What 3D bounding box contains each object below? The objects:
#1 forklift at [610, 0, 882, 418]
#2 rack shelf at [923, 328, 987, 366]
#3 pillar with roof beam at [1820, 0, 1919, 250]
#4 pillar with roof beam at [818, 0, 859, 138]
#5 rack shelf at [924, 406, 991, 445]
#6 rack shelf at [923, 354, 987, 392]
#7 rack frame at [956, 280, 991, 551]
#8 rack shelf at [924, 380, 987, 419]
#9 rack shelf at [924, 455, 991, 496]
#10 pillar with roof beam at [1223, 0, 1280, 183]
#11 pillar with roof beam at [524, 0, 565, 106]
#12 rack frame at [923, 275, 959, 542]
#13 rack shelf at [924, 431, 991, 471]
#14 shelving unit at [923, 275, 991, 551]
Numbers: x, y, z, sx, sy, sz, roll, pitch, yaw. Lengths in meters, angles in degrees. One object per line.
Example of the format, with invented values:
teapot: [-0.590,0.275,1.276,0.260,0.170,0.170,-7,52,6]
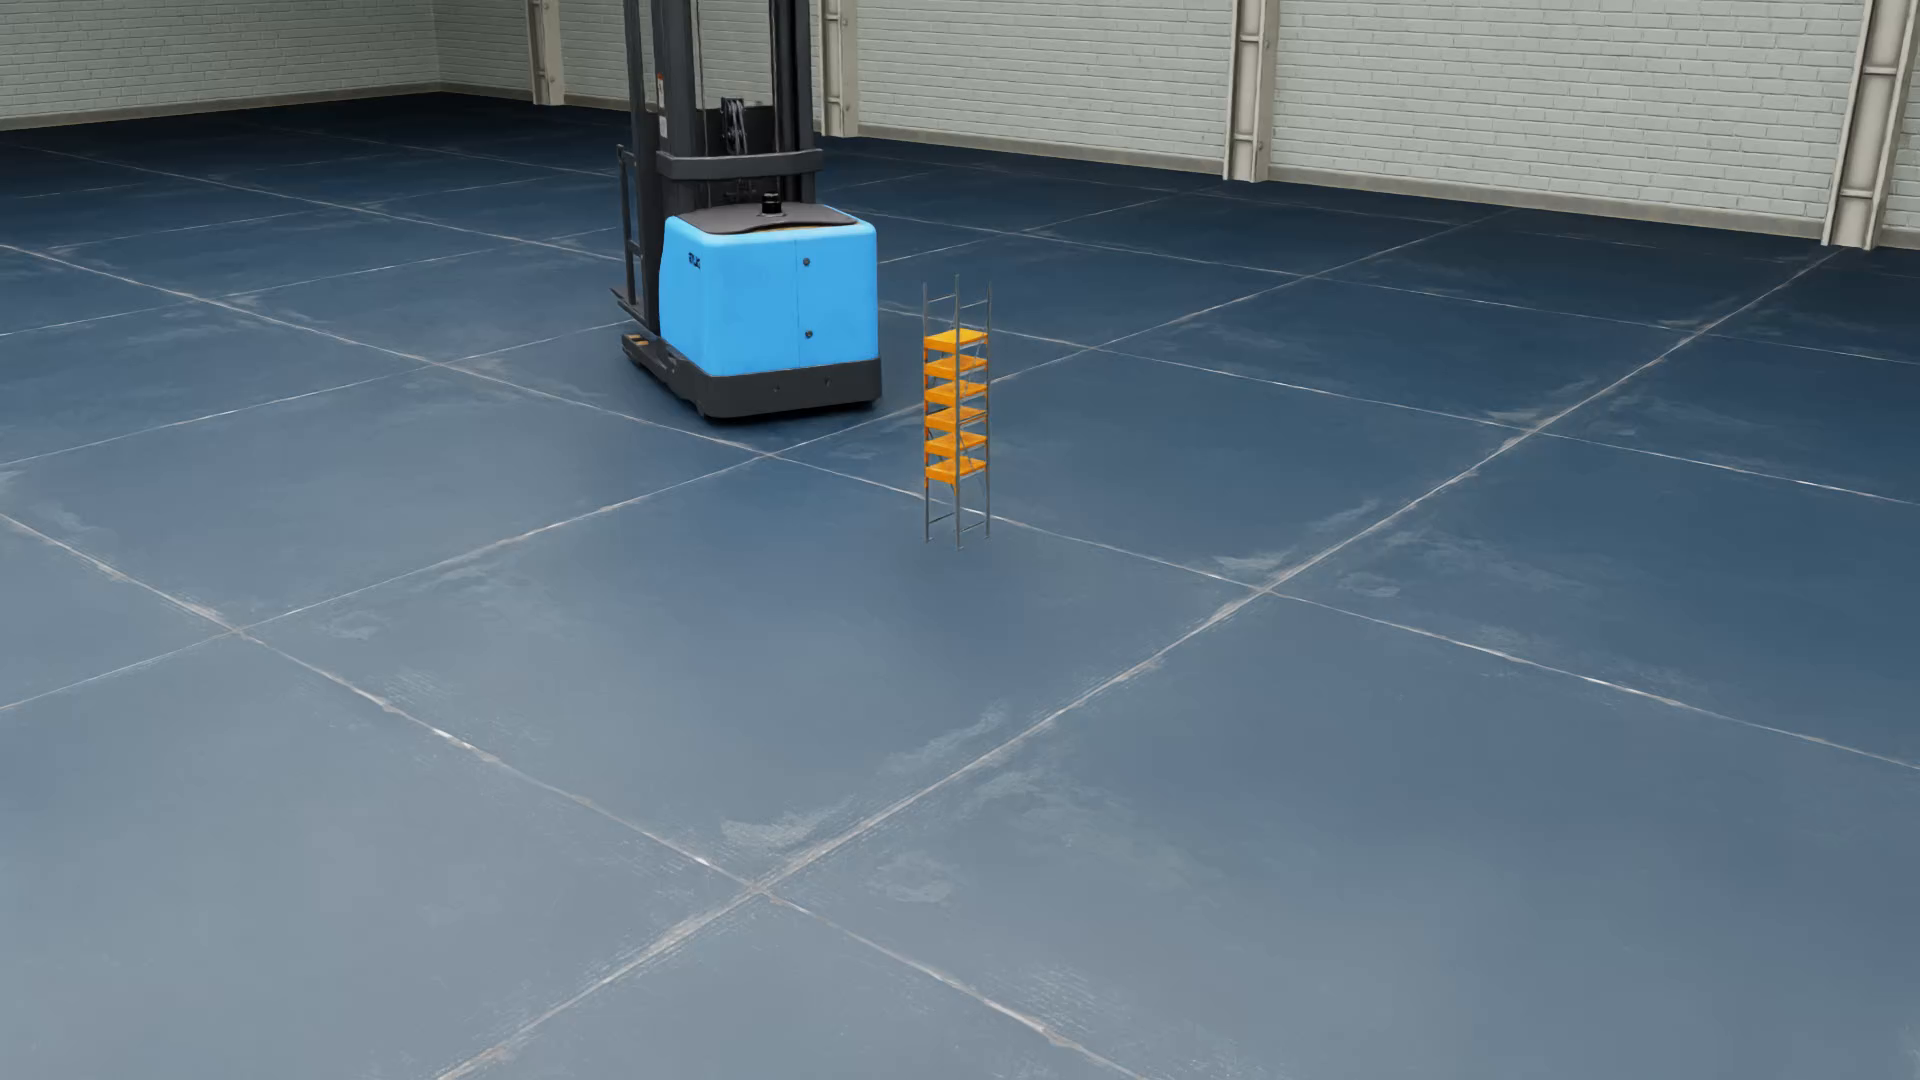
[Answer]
forklift: [-1.536,-2.532,10.229,1.130,2.935,3.031,-9,23,-23]
rack shelf: [-0.011,-0.860,7.354,0.180,0.103,0.258,16,26,36]
pillar with roof beam: [5.024,-5.603,9.772,0.400,9.000,9.100,16,26,36]
pillar with roof beam: [-4.273,-8.280,16.871,0.400,9.000,9.100,16,26,36]
rack shelf: [-0.011,-0.523,7.481,0.180,0.103,0.258,16,26,36]
rack shelf: [-0.011,-0.748,7.396,0.180,0.103,0.258,16,26,36]
rack frame: [0.060,-0.544,7.411,0.006,1.200,0.240,16,26,36]
rack shelf: [-0.011,-0.635,7.438,0.180,0.103,0.258,16,26,36]
rack shelf: [-0.011,-0.298,7.565,0.180,0.103,0.258,16,26,36]
pillar with roof beam: [0.375,-6.941,13.321,0.400,9.000,9.100,16,26,36]
pillar with roof beam: [-8.922,-9.618,20.421,0.400,9.000,9.100,16,26,36]
rack frame: [-0.082,-0.585,7.519,0.006,1.200,0.240,16,26,36]
rack shelf: [-0.011,-0.411,7.523,0.180,0.103,0.258,16,26,36]
shelving unit: [-0.011,-0.565,7.465,0.189,1.200,0.258,16,26,36]
